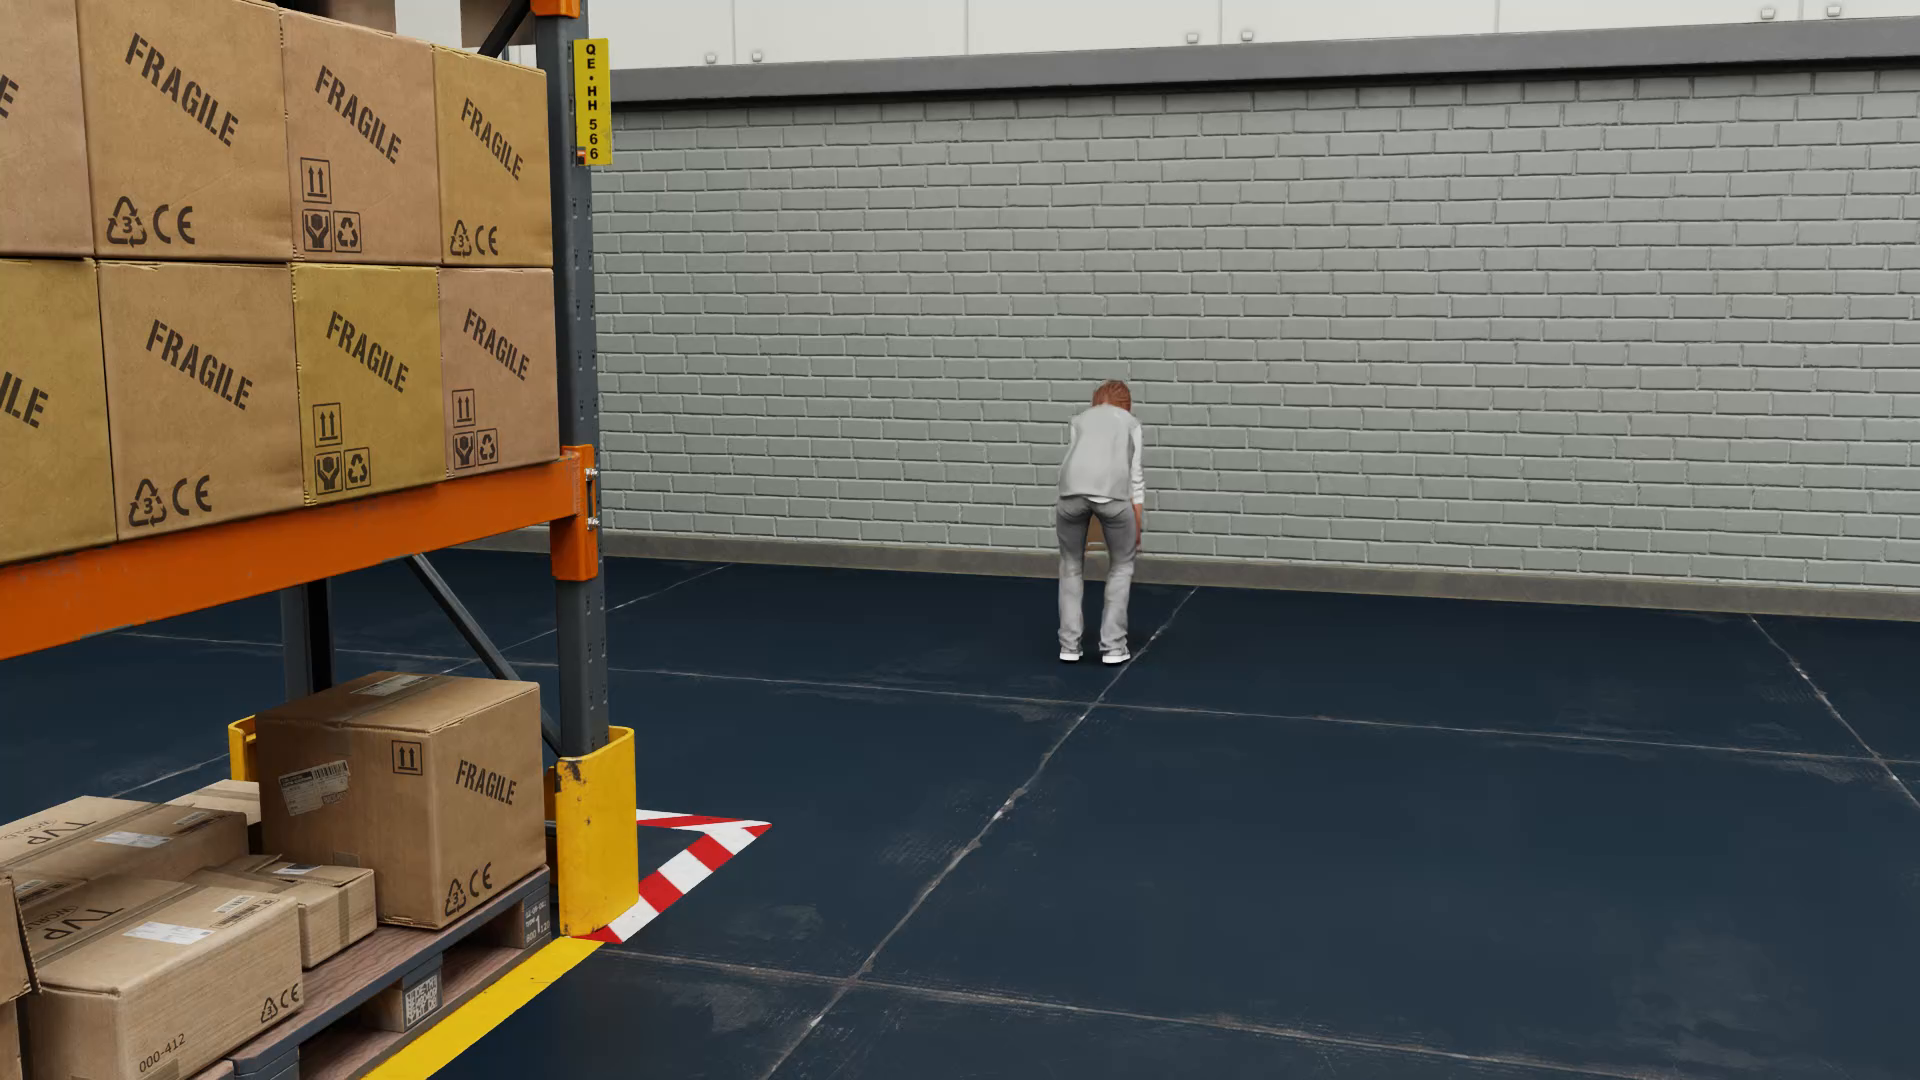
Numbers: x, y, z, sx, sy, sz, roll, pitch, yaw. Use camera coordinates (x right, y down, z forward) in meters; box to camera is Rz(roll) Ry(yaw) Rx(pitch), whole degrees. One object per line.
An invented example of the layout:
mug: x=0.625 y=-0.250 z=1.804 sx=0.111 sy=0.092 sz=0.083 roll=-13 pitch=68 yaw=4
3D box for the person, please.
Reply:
person: x=0.618 y=-0.212 z=7.797 sx=0.476 sy=1.591 sz=0.345 roll=2 pitch=9 yaw=13
